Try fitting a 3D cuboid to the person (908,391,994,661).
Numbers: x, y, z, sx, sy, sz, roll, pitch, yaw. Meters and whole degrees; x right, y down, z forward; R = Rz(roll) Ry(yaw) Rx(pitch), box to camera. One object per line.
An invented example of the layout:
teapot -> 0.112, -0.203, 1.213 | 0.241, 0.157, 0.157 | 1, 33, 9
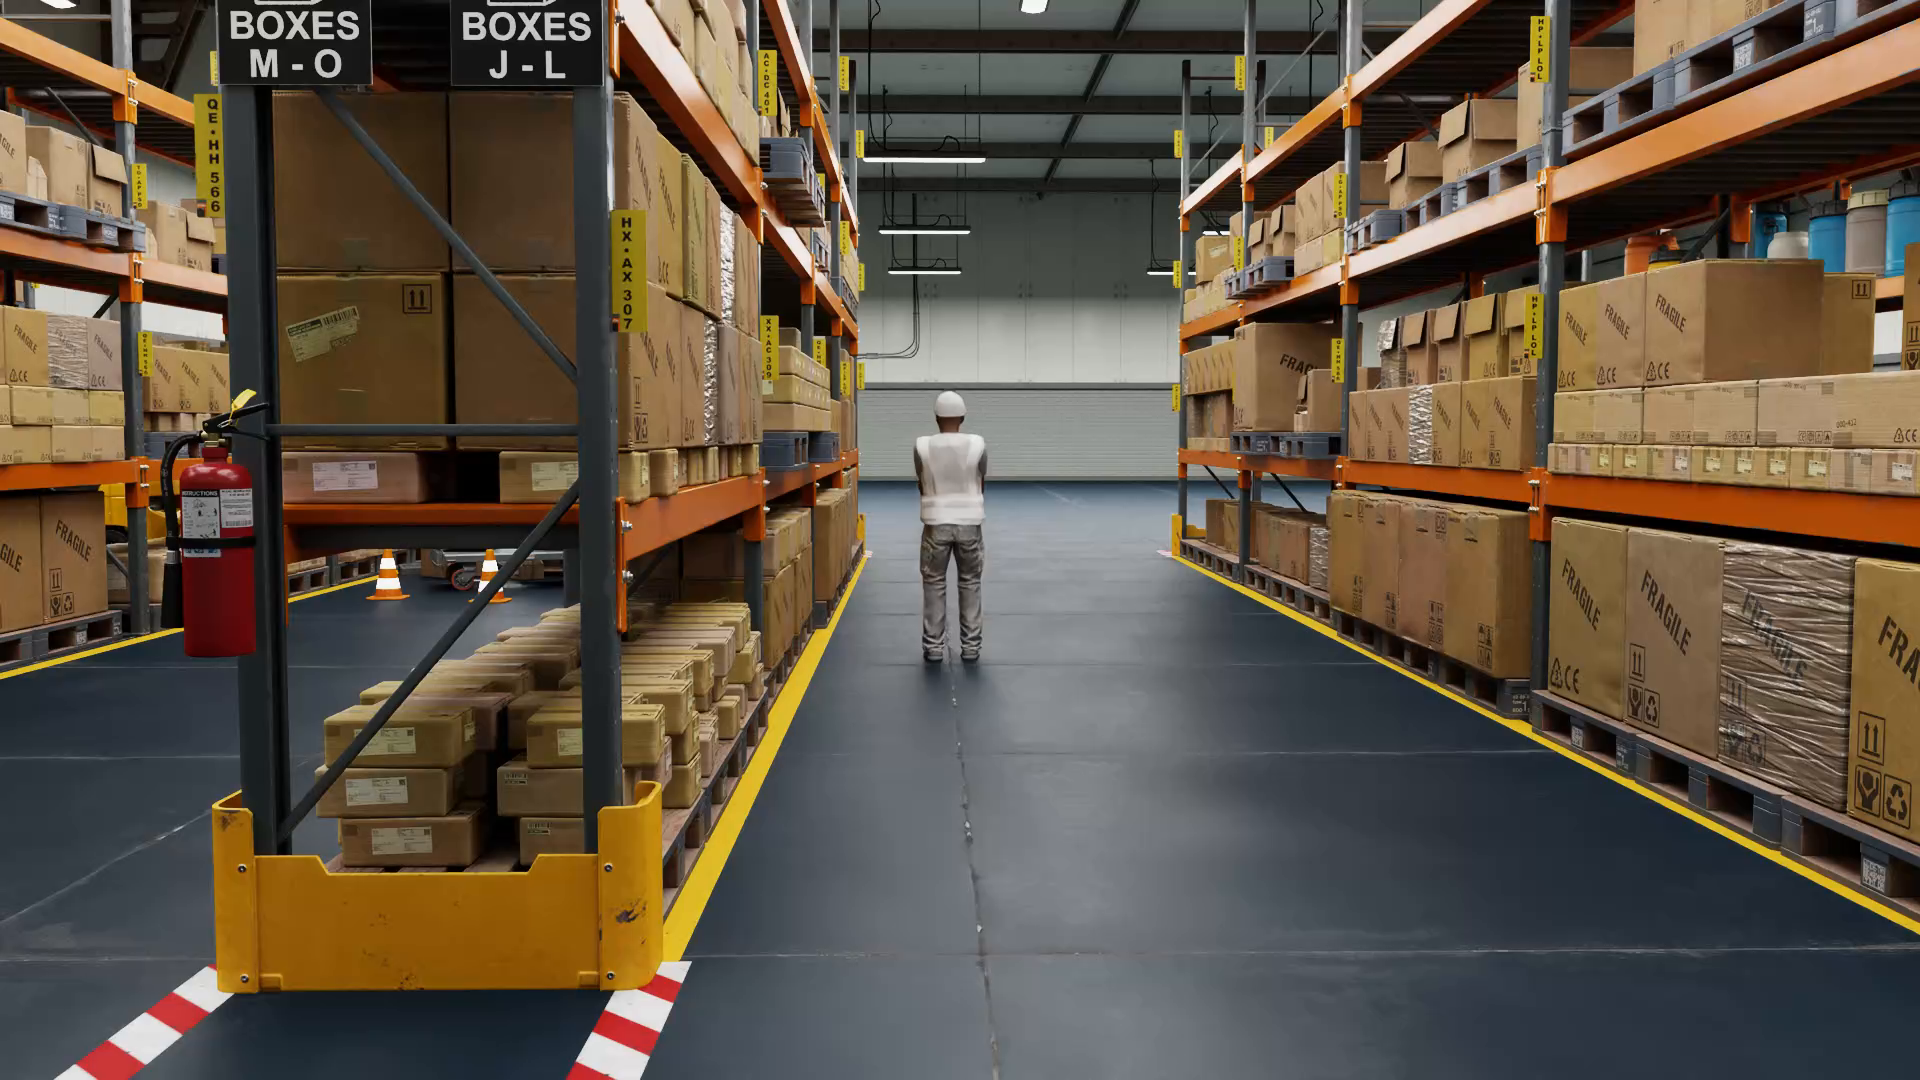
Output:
person -> -0.058, -0.095, 10.998 | 0.572, 1.782, 0.408 | 0, 4, -3
